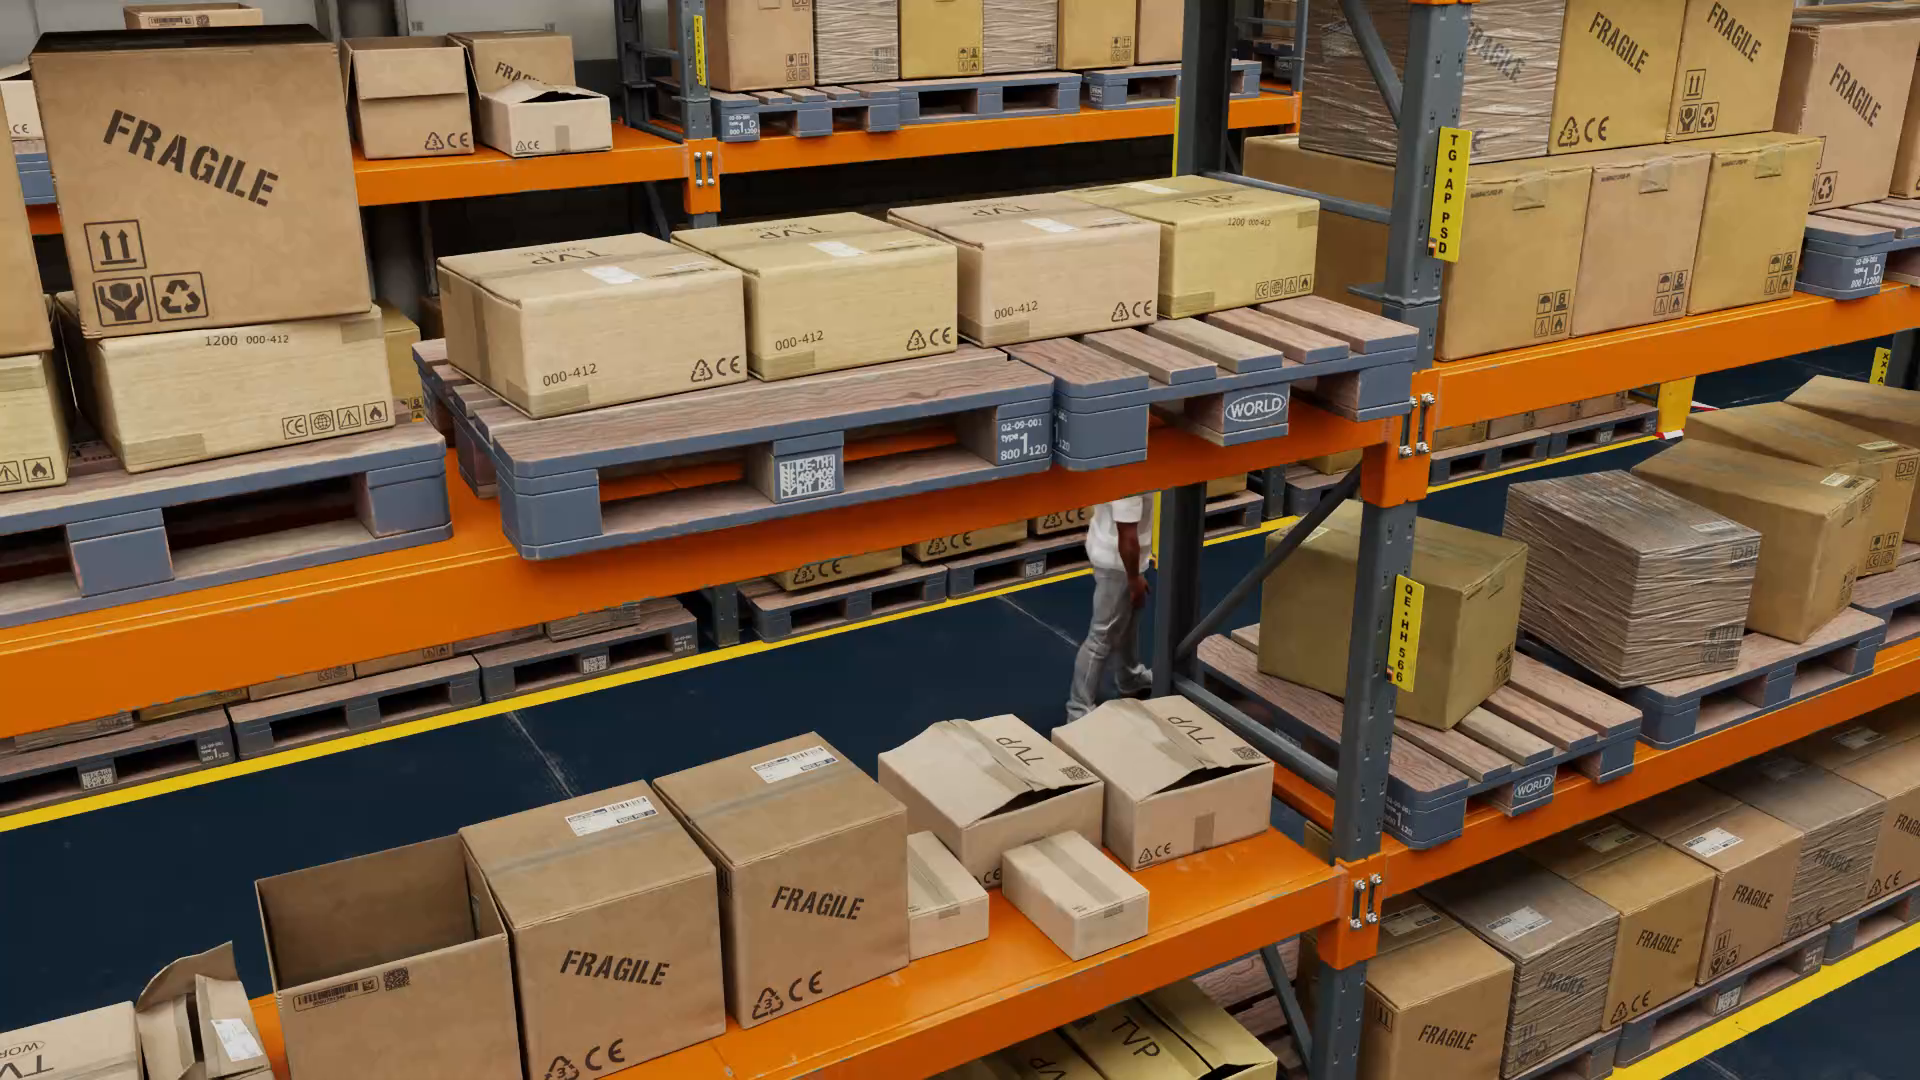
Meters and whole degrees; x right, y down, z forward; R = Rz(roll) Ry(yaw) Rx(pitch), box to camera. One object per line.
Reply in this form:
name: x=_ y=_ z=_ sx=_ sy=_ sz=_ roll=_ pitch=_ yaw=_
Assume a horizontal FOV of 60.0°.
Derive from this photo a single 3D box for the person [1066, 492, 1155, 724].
person: x=0.832 y=0.072 z=8.318 sx=0.587 sy=1.752 sz=0.704 roll=0 pitch=22 yaw=-1
